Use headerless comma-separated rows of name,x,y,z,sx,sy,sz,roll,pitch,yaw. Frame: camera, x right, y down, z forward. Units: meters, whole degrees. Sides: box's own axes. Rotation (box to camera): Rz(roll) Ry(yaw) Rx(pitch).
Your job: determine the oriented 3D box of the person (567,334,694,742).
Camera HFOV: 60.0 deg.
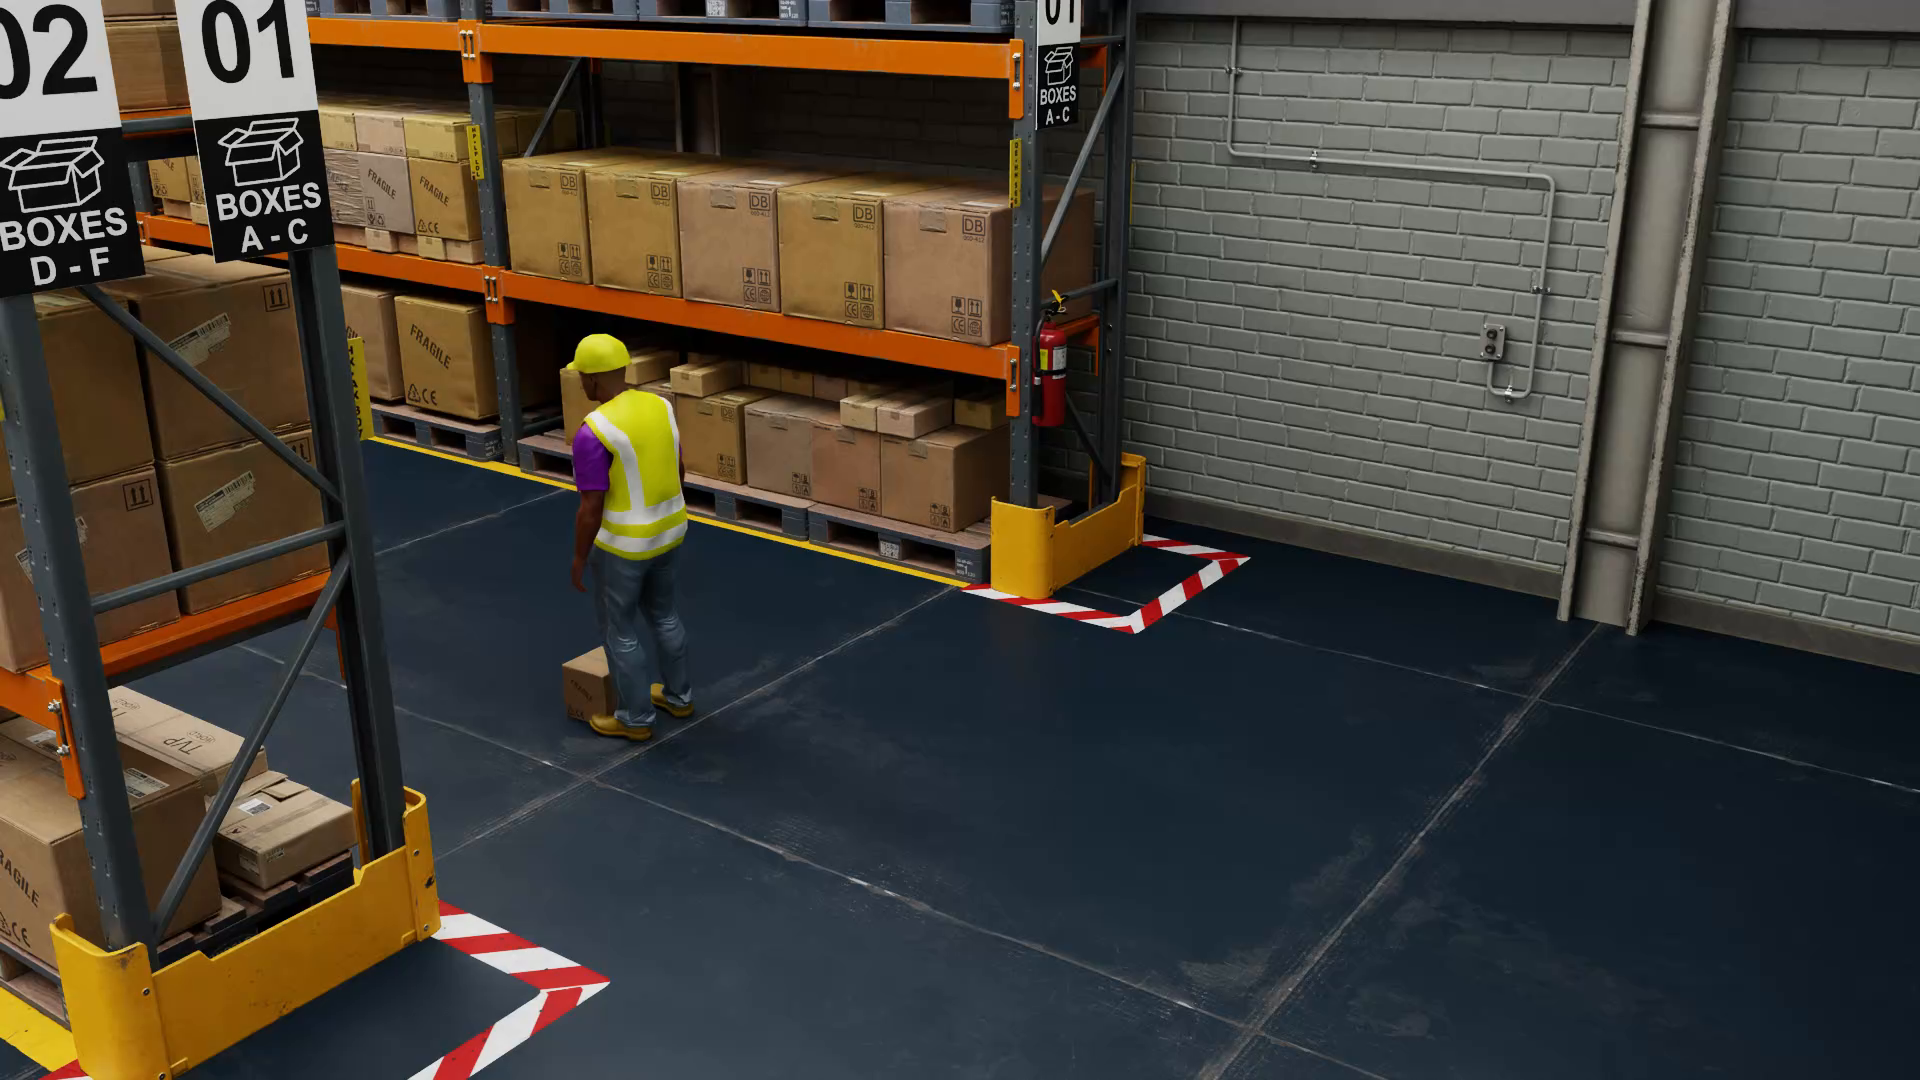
person,-1.407,-0.010,7.072,0.454,1.761,0.636,12,23,29
